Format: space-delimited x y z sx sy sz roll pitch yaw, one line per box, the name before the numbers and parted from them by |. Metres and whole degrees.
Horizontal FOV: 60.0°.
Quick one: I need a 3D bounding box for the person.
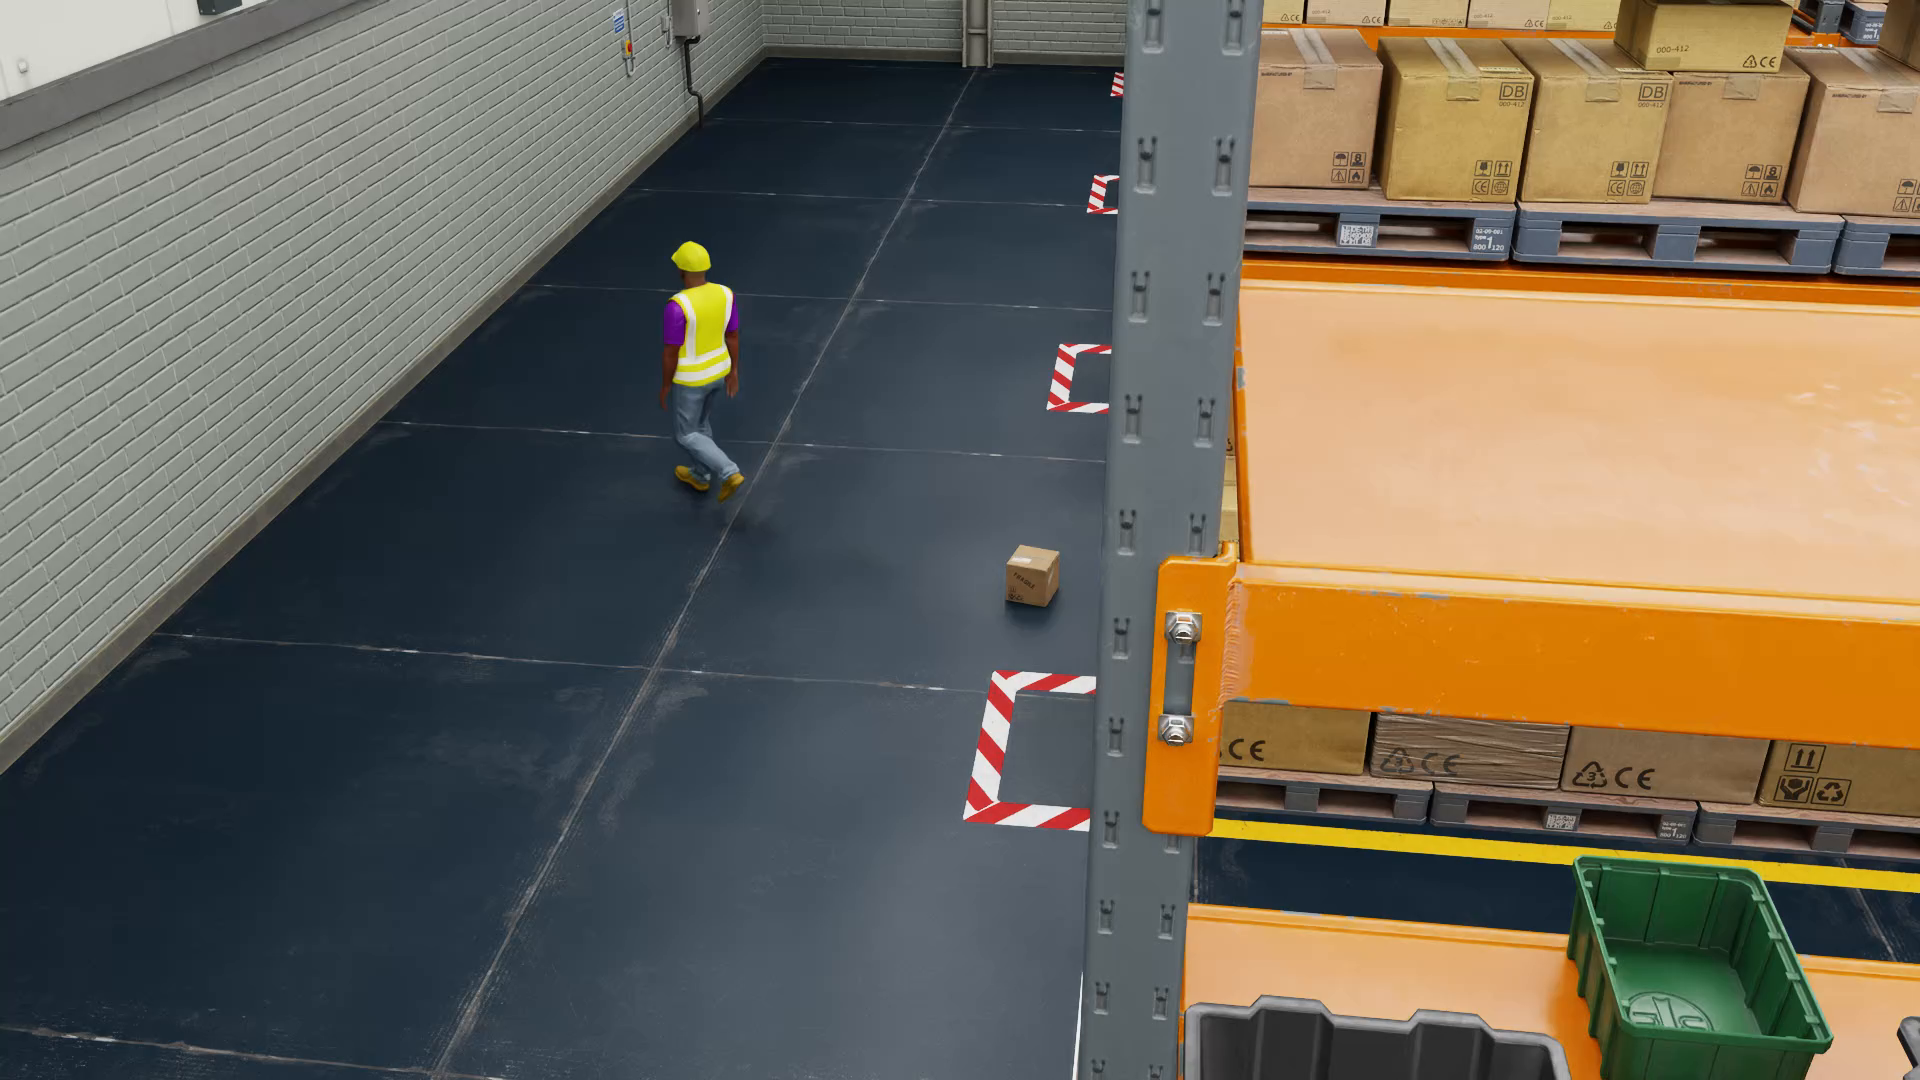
person | -1.651 -1.050 10.647 0.820 1.750 0.582 21 35 34
